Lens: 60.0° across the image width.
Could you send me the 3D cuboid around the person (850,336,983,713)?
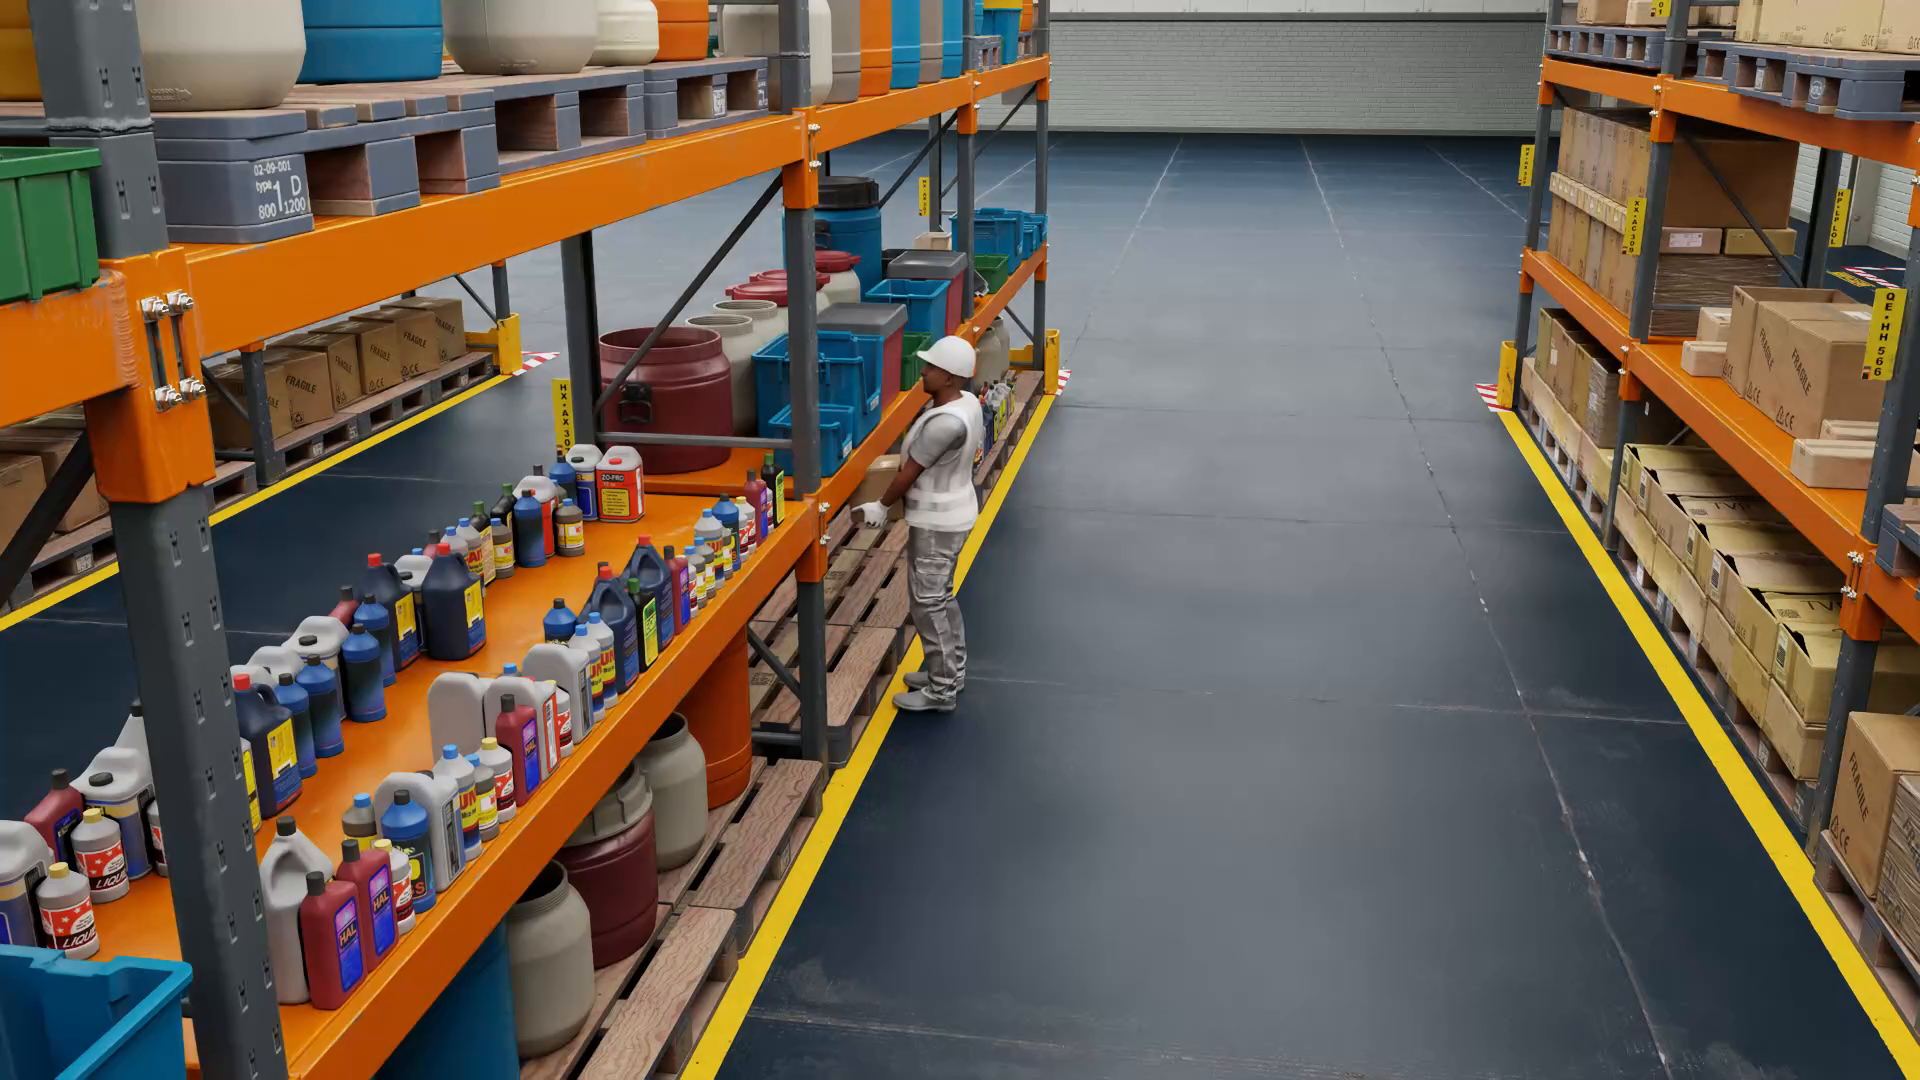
[{"bbox_3d":[-0.199,-0.079,7.775,0.584,1.778,0.487,3,18,9],"label":"person"}]
